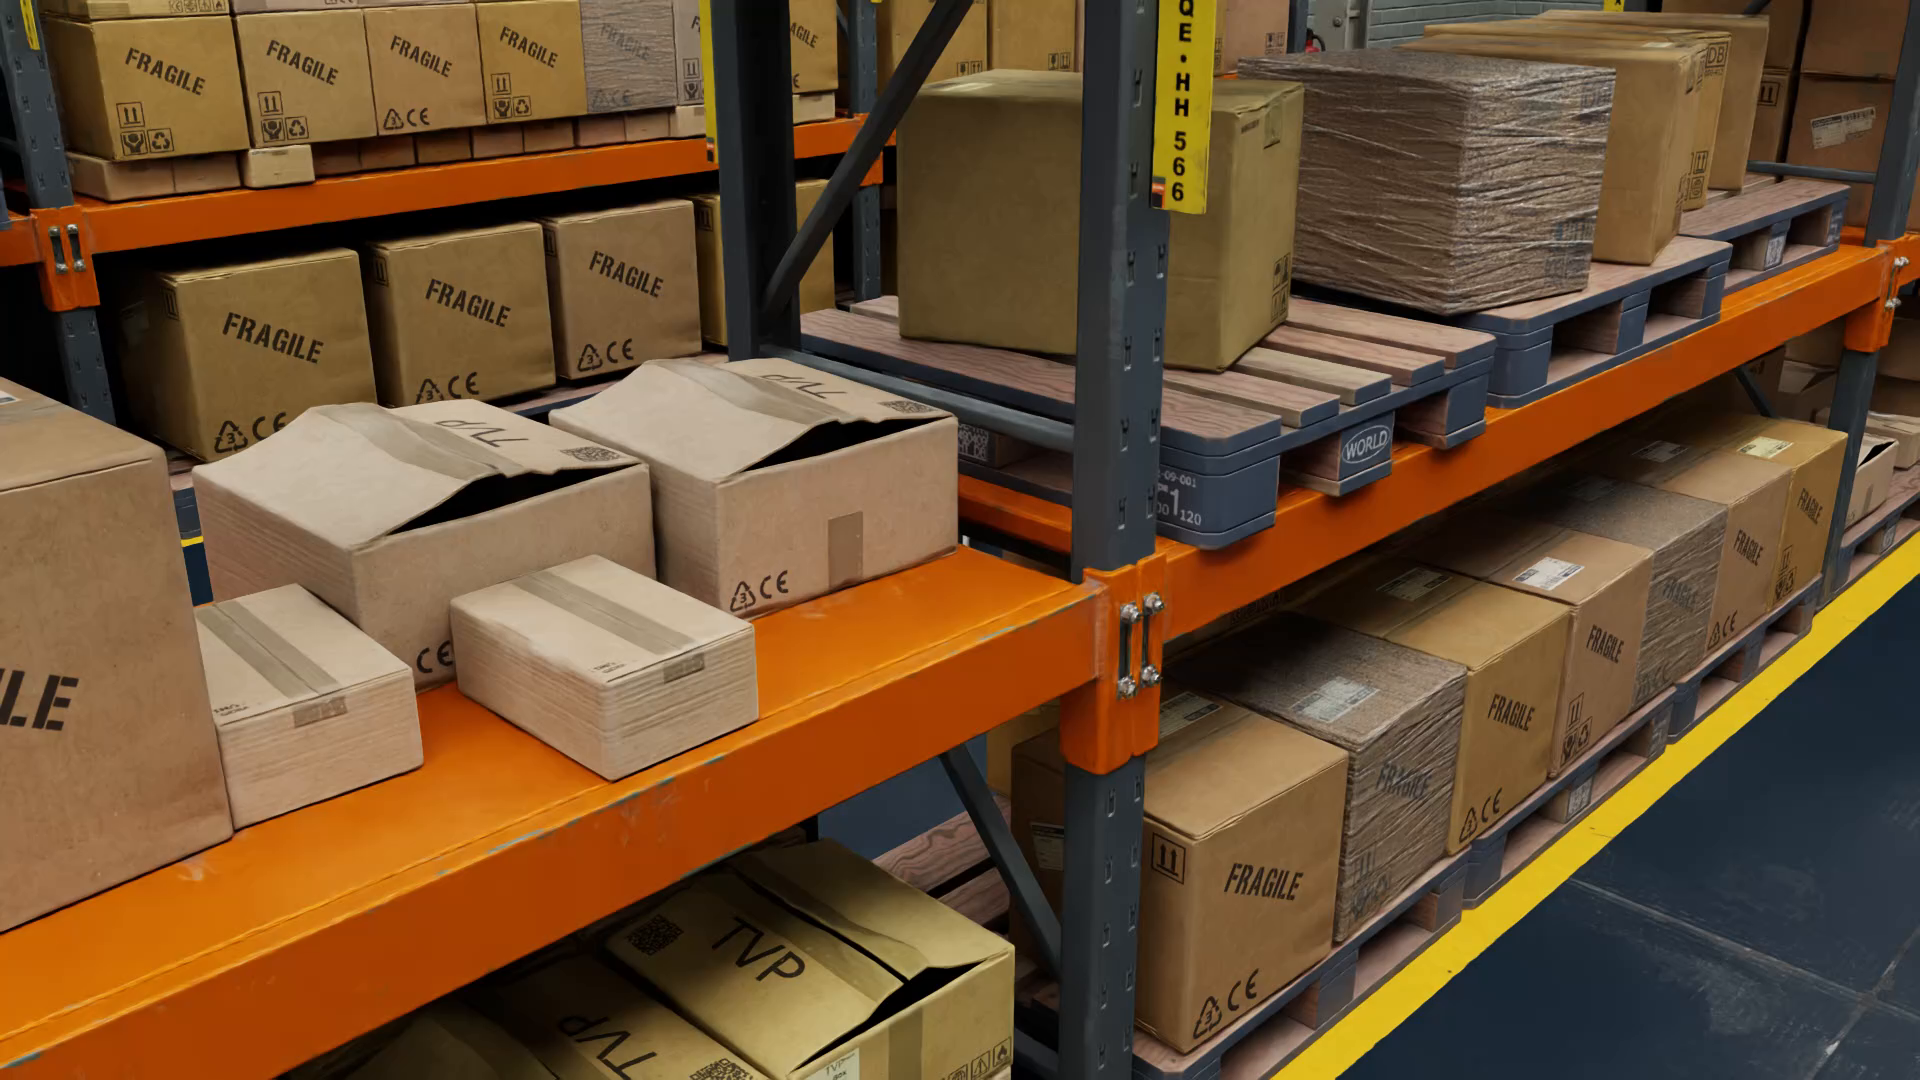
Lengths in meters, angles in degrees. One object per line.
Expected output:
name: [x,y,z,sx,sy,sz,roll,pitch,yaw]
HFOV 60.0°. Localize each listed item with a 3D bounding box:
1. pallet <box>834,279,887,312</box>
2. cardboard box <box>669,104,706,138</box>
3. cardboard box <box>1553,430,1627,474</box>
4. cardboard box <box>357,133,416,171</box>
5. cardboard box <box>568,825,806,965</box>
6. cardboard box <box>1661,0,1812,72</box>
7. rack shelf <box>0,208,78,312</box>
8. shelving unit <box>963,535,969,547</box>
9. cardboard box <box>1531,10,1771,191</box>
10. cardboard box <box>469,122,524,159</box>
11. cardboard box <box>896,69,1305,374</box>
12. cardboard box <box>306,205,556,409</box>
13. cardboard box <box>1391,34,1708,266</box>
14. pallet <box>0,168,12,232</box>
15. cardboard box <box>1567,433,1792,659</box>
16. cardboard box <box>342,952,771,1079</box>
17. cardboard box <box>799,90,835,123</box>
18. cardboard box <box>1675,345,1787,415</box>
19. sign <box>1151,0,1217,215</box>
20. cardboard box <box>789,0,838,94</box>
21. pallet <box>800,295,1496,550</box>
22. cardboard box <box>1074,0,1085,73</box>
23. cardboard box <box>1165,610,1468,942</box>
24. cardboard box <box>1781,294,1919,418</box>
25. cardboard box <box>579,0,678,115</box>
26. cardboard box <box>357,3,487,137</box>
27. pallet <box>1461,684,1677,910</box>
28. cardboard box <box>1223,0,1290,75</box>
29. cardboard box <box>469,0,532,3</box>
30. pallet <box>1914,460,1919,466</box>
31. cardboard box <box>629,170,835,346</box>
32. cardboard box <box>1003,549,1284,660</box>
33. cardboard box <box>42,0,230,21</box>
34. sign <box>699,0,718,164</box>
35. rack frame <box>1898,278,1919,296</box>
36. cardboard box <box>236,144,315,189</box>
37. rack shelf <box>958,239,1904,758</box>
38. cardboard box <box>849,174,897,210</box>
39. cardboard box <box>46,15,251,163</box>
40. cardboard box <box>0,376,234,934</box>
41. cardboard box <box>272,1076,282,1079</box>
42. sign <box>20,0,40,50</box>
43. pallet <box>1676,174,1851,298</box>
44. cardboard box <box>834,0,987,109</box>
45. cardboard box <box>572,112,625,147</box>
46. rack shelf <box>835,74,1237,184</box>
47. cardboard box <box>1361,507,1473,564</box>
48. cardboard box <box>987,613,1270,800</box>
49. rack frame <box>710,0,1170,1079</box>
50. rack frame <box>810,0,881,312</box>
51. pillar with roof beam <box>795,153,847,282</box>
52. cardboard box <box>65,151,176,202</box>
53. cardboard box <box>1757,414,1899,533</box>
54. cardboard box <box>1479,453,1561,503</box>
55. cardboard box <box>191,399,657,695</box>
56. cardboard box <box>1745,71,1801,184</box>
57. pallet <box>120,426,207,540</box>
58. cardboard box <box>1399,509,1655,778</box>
pallet: [-0.242,-1.393,9.904,1.003,0.211,1.213,19,28,41]
cardboard box: [-1.376,-2.044,8.034,0.380,0.149,0.250,19,28,41]
cardboard box: [1.847,-0.115,5.564,0.500,0.500,0.500,-20,28,-41]
cardboard box: [-2.533,-1.683,7.095,0.250,0.149,0.380,-19,28,-41]
cardboard box: [-0.643,0.635,3.206,0.500,0.311,0.500,-19,28,-40]
cardboard box: [2.891,-1.988,6.032,0.500,0.500,0.500,19,28,41]
rack shelf: [-5.014,-0.640,5.062,1.077,0.370,4.000,19,28,41]
shelving unit: [0.115,-0.603,6.470,0.258,1.200,0.503,19,28,41]
cardboard box: [2.233,-1.457,5.458,0.700,0.500,0.500,9,23,23]
cardboard box: [-2.161,-1.806,7.415,0.380,0.149,0.250,19,28,41]
cardboard box: [0.292,-0.684,3.449,0.700,0.500,0.500,9,23,23]
cardboard box: [-2.396,-1.063,7.569,0.750,0.750,0.750,19,28,40]
cardboard box: [1.535,-1.053,4.408,0.700,0.500,0.500,12,24,27]
pallet: [-4.040,-1.191,5.759,1.213,0.211,1.003,19,28,41]
cardboard box: [2.234,0.005,5.251,0.500,0.500,0.500,19,28,41]
cardboard box: [-0.614,0.906,2.503,0.500,0.311,0.500,19,28,40]
cardboard box: [-0.861,-2.253,8.577,0.380,0.149,0.250,20,28,41]
cardboard box: [2.918,-0.536,6.658,0.500,0.500,0.500,19,28,41]
sign: [0.333,-0.654,2.481,0.100,0.325,0.005,19,28,41]
cardboard box: [-0.970,-2.532,8.398,0.500,0.500,0.500,19,28,40]
pallet: [0.356,-0.354,3.581,1.213,0.211,1.003,19,28,41]
cardboard box: [0.576,-3.170,10.222,0.980,0.700,0.700,18,27,38]
cardboard box: [0.817,0.529,3.889,0.500,0.500,0.500,18,27,39]
cardboard box: [4.030,-0.804,7.352,0.797,0.503,0.637,19,28,41]
cardboard box: [-1.675,-2.271,7.720,0.500,0.500,0.500,19,28,41]
cardboard box: [-2.378,-2.006,7.030,0.500,0.500,0.500,19,28,40]
pallet: [1.332,0.556,4.835,1.003,0.211,1.213,19,28,41]
cardboard box: [1.614,-3.553,11.220,0.700,0.700,0.980,-19,28,-40]
cardboard box: [-2.045,-2.488,7.240,0.500,0.250,0.500,19,28,40]
pallet: [4.054,-0.469,7.502,1.003,0.211,1.213,19,28,41]
cardboard box: [-1.189,-1.511,8.737,0.750,0.750,0.750,20,28,41]
cardboard box: [0.454,0.045,4.102,0.500,0.250,0.500,-19,28,-40]
cardboard box: [-3.097,-2.095,6.216,0.500,0.250,0.500,-19,28,-41]
sign: [-0.462,-0.888,3.201,0.100,0.325,0.005,19,28,41]
rack frame: [5.514,-2.308,8.398,1.000,3.000,0.127,19,28,41]
cardboard box: [-2.795,-1.519,6.667,0.250,0.149,0.380,-19,28,-40]
rack shelf: [1.328,-0.430,4.514,1.077,0.370,4.000,19,28,41]
cardboard box: [-0.477,-2.030,9.669,0.380,0.149,0.250,19,28,40]
cardboard box: [-3.096,-1.746,6.354,0.500,0.500,0.500,-19,28,-40]
cardboard box: [-1.226,0.137,1.897,0.500,0.500,0.500,17,27,38]
cardboard box: [-1.361,0.903,2.510,0.500,0.311,0.500,18,28,39]
sign: [-3.223,-1.860,5.730,0.100,0.325,0.005,19,28,41]
pallet: [2.088,-1.012,5.294,1.003,0.211,1.213,19,28,41]
cardboard box: [-0.438,-2.794,9.244,0.700,0.700,0.980,-20,28,-41]
cardboard box: [-1.779,-1.937,7.756,0.380,0.149,0.250,18,28,39]
rack shelf: [0.567,-2.697,10.413,1.077,0.370,4.000,19,28,41]
cardboard box: [1.140,0.141,4.897,0.500,0.500,0.500,18,27,39]
cardboard box: [0.417,0.411,4.196,0.500,0.500,0.500,-19,28,-40]
rack frame: [-0.067,-0.251,3.048,1.000,3.000,0.127,19,28,41]
rack frame: [-0.828,-2.518,8.946,1.000,3.000,0.127,19,28,41]
pillar with roof beam: [2.125,-4.638,6.098,9.100,9.000,0.400,19,28,41]
cardboard box: [-3.223,-1.409,6.382,0.380,0.149,0.250,19,28,40]
cardboard box: [3.171,-0.284,6.266,0.500,0.311,0.500,19,28,41]
cardboard box: [1.514,-0.348,5.124,0.500,0.250,0.500,19,28,41]
cardboard box: [-0.830,-0.028,2.592,0.500,0.311,0.500,19,28,40]
cardboard box: [2.888,-1.519,6.206,0.500,0.500,0.500,-20,28,-41]
pallet: [-3.015,-0.372,7.249,1.003,0.211,1.213,19,28,41]
cardboard box: [1.530,0.265,4.574,0.500,0.500,0.500,18,27,39]
